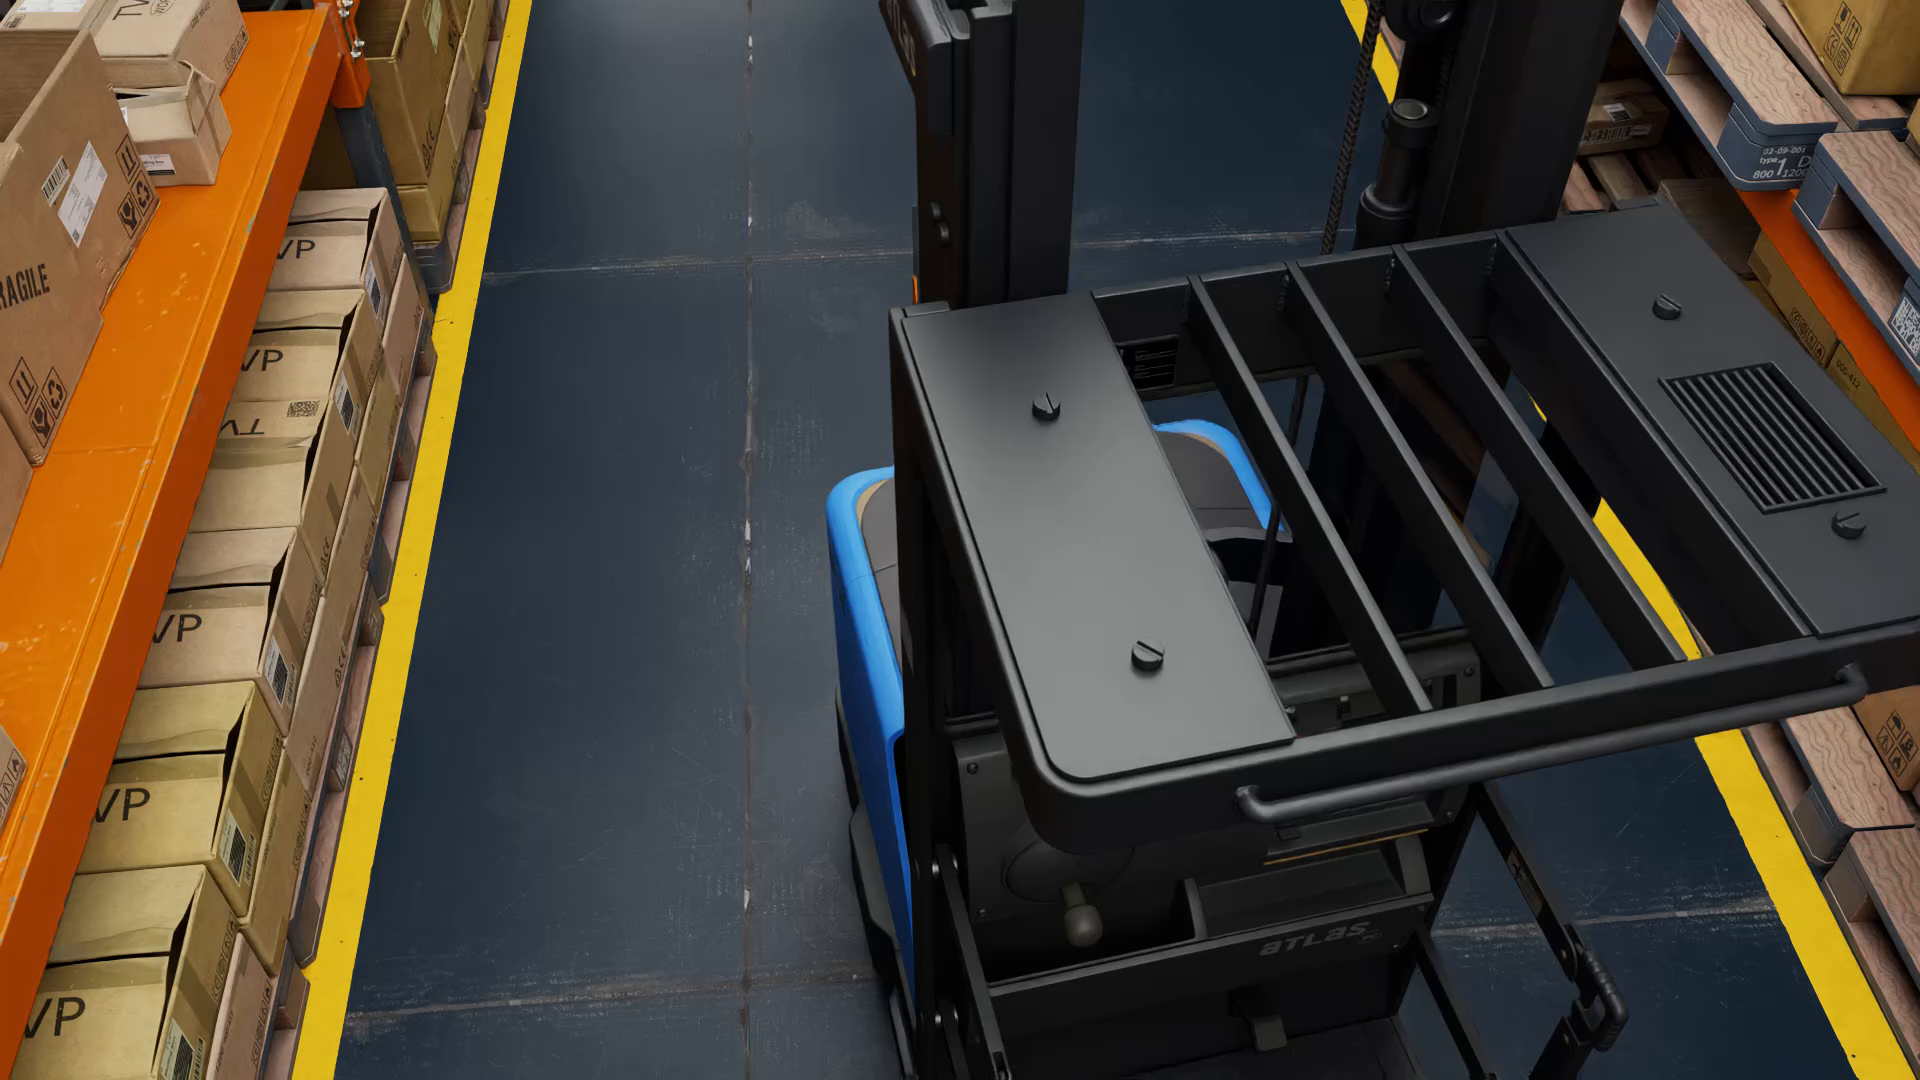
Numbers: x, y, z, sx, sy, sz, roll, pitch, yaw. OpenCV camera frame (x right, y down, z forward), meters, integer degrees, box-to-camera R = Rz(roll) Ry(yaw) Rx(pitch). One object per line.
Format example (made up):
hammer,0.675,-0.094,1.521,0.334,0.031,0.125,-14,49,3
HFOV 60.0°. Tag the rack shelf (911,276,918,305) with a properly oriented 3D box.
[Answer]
rack shelf,-0.001,-0.640,4.595,0.258,0.103,0.180,-3,47,-3

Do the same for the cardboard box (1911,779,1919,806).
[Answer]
cardboard box,2.839,0.639,3.997,0.700,0.500,0.500,-4,47,-3

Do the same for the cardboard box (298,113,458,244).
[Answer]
cardboard box,-2.129,-1.314,6.033,0.500,0.250,0.500,-3,47,-3

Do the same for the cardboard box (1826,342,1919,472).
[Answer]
cardboard box,2.710,-0.389,4.454,0.500,0.250,0.500,-5,47,-4

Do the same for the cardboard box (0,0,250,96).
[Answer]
cardboard box,-2.307,-1.356,4.572,0.500,0.250,0.500,-1,47,-1

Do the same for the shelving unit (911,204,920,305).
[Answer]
shelving unit,-0.001,-0.423,4.824,0.258,1.200,0.189,-3,47,-3

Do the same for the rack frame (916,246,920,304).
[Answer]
rack frame,0.006,-0.357,4.762,0.240,1.200,0.006,-3,47,-3

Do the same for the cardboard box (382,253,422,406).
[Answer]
cardboard box,-2.068,-0.678,5.431,0.500,0.250,0.500,-4,47,-4

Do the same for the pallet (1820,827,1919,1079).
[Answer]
pallet,2.815,1.222,3.947,1.003,0.211,1.213,-3,47,-3

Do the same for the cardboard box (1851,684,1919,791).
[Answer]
cardboard box,2.770,0.282,4.336,0.700,0.500,0.500,-4,47,-4

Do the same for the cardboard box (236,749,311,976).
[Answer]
cardboard box,-1.901,0.797,4.033,0.500,0.250,0.500,-5,47,-4

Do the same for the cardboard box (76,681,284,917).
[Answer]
cardboard box,-1.901,0.595,3.839,0.500,0.311,0.500,-5,47,-4

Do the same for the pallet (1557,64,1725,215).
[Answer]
pallet,2.453,-1.590,6.611,1.003,0.211,1.213,-3,47,-3

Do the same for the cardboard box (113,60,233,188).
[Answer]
cardboard box,-2.135,-1.090,4.309,0.396,0.266,0.258,-5,47,-4

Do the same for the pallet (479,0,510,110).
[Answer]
pallet,-2.522,-2.265,7.250,1.003,0.211,1.213,-3,47,-3

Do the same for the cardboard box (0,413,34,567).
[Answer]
cardboard box,-2.214,-0.115,3.224,0.500,0.500,0.500,-6,47,-5

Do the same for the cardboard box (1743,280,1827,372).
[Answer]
cardboard box,2.716,-0.455,5.033,0.700,0.500,0.500,-4,47,-4

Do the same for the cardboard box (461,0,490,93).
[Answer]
cardboard box,-2.202,-2.039,6.719,0.500,0.250,0.500,-3,47,-3

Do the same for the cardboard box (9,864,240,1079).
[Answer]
cardboard box,-1.861,0.964,3.489,0.500,0.311,0.500,-5,47,-4

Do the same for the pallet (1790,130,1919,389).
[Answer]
pallet,2.672,-0.535,3.823,1.003,0.211,1.213,-3,47,-3

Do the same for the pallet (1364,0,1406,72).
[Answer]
pallet,2.347,-2.475,7.449,1.003,0.211,1.213,-3,47,-3

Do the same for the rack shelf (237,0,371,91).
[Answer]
rack shelf,-2.559,-2.961,6.484,1.077,0.370,4.000,-3,47,-3

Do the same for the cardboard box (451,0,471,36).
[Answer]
cardboard box,-2.203,-2.296,6.447,0.500,0.500,0.500,-3,47,-3

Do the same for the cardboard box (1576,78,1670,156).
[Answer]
cardboard box,2.469,-1.628,6.374,0.380,0.166,0.250,-9,47,-8

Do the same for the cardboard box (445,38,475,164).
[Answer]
cardboard box,-2.165,-1.676,6.376,0.500,0.250,0.500,-3,47,-3

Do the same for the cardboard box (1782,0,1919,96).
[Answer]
cardboard box,2.592,-1.476,4.210,0.700,0.500,0.500,1,47,1

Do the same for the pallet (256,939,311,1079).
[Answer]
pallet,-2.087,1.493,3.690,1.003,0.211,1.213,-3,47,-3

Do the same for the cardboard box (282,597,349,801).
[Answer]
cardboard box,-1.943,0.426,4.385,0.500,0.250,0.500,-3,47,-2

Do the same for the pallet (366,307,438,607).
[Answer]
pallet,-2.291,-0.272,5.362,1.003,0.211,1.213,-3,47,-3

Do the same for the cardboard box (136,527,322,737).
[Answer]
cardboard box,-1.945,0.223,4.191,0.500,0.311,0.500,-4,47,-4

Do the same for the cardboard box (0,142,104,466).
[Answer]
cardboard box,-2.258,-0.496,3.585,0.500,0.500,0.500,-3,47,-3

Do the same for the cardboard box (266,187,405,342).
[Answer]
cardboard box,-2.072,-0.878,5.234,0.500,0.311,0.500,-3,47,-3

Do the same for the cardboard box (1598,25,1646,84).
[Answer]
cardboard box,2.417,-2.106,6.597,0.500,0.500,0.500,-7,47,-6

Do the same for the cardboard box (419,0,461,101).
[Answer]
cardboard box,-2.168,-1.934,6.104,0.500,0.500,0.500,-3,47,-3

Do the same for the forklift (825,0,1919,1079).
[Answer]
forklift,0.506,0.540,2.720,1.130,2.935,3.031,-10,47,-9

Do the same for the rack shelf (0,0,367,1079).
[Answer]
rack shelf,-2.224,-0.067,3.743,1.077,0.370,4.000,-3,47,-3

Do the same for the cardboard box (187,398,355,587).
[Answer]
cardboard box,-1.983,-0.140,4.535,0.500,0.311,0.500,-4,47,-3

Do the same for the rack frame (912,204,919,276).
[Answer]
rack frame,-0.009,-0.489,4.887,0.240,1.200,0.006,-3,47,-3

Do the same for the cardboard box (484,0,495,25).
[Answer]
cardboard box,-2.250,-2.400,7.062,0.500,0.250,0.500,-3,47,-3

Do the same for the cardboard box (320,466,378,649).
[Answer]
cardboard box,-1.984,0.058,4.734,0.500,0.250,0.500,-3,47,-2

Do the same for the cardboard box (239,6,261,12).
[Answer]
cardboard box,-2.679,-1.903,6.074,0.500,0.500,0.500,-3,47,-3

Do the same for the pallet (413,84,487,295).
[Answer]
pallet,-2.417,-1.381,6.412,1.003,0.211,1.213,-3,47,-3

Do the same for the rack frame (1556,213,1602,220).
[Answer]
rack frame,2.544,-2.065,5.140,1.000,3.000,0.127,-3,47,-3

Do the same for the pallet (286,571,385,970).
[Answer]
pallet,-2.186,0.613,4.524,1.003,0.211,1.213,-3,47,-3

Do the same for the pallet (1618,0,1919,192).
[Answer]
pallet,2.463,-1.438,4.678,1.003,0.211,1.213,-3,47,-3

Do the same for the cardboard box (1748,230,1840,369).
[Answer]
cardboard box,2.663,-0.765,4.811,0.500,0.250,0.500,-4,47,-4

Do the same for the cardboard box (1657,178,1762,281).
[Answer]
cardboard box,2.622,-0.826,5.385,0.700,0.500,0.500,-2,47,-2

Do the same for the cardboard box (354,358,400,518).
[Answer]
cardboard box,-2.028,-0.312,5.084,0.500,0.250,0.500,-4,47,-4

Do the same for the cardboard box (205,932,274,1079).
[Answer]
cardboard box,-1.851,1.173,3.678,0.500,0.250,0.500,-5,47,-4

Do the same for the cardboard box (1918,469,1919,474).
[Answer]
cardboard box,2.733,-0.027,4.111,0.500,0.250,0.500,-4,47,-3

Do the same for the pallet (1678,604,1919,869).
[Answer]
pallet,2.716,0.341,4.781,1.003,0.211,1.213,-3,47,-3

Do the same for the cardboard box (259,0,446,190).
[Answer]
cardboard box,-2.119,-1.573,5.762,0.500,0.500,0.500,-3,47,-3

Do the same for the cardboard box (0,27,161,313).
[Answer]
cardboard box,-2.300,-0.858,3.928,0.500,0.500,0.500,0,47,0

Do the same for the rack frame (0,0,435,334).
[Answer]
rack frame,-2.392,-1.762,4.852,1.000,3.000,0.127,-3,47,-3

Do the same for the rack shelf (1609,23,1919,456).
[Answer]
rack shelf,2.712,-0.371,4.031,1.077,0.370,4.000,-3,47,-3

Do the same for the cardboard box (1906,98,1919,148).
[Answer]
cardboard box,2.679,-1.001,3.761,0.700,0.500,0.500,2,47,2

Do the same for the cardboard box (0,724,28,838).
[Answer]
cardboard box,-1.939,0.504,2.768,0.500,0.311,0.500,-4,47,-4

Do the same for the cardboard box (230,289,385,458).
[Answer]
cardboard box,-2.022,-0.502,4.877,0.500,0.311,0.500,-2,47,-2
